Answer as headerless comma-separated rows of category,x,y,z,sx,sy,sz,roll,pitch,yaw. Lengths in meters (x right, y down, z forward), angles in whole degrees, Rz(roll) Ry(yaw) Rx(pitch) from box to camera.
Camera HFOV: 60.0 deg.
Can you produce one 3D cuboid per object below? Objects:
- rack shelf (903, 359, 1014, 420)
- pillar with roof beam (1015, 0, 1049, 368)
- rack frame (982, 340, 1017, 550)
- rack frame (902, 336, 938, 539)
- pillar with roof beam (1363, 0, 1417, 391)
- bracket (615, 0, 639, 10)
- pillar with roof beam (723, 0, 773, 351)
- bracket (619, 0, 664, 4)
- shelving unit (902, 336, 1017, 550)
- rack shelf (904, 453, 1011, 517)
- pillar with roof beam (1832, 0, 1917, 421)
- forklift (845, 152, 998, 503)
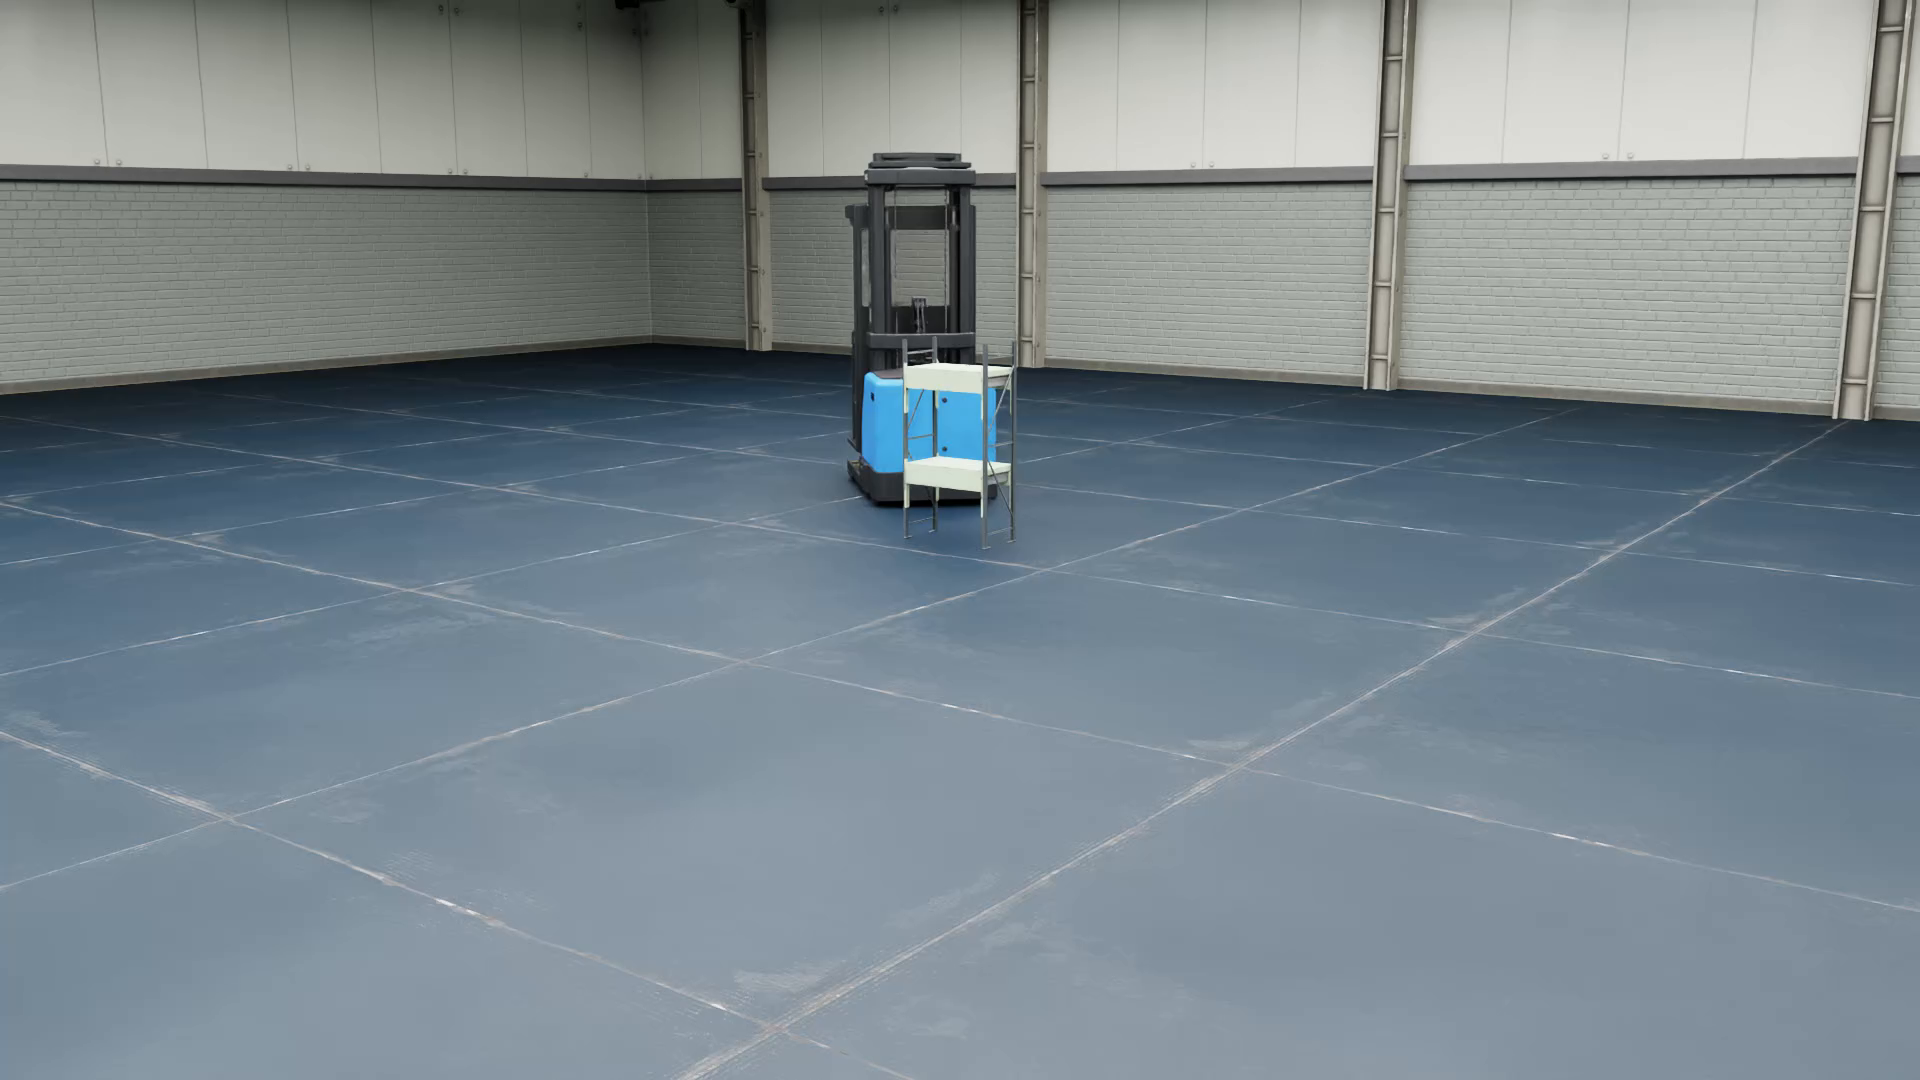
rack shelf,-0.005,-1.120,12.317,0.720,0.370,0.431,8,13,36
pillar with roof beam,-1.406,-6.583,22.863,0.400,9.000,9.100,8,13,36
rack frame,0.290,-0.696,12.178,0.023,1.500,0.400,8,13,36
rack frame,-0.300,-0.778,12.604,0.023,1.500,0.400,8,13,36
pillar with roof beam,3.430,-5.908,19.376,0.400,9.000,9.100,8,13,36
bracket,-6.148,-9.942,30.752,0.430,0.232,0.235,8,13,36
pillar with roof beam,-6.242,-7.257,26.350,0.548,9.000,9.100,8,13,36
bracket,-5.672,-9.876,30.409,3.189,0.066,0.076,8,13,36
shelving unit,-0.005,-0.737,12.391,0.755,1.500,0.431,8,13,36
rack shelf,-0.005,-0.417,12.453,0.720,0.370,0.431,8,13,36
pillar with roof beam,8.266,-5.233,15.889,0.400,9.000,9.100,8,13,36
forklift,-0.444,-1.986,15.079,1.130,2.935,3.031,-2,11,-10
